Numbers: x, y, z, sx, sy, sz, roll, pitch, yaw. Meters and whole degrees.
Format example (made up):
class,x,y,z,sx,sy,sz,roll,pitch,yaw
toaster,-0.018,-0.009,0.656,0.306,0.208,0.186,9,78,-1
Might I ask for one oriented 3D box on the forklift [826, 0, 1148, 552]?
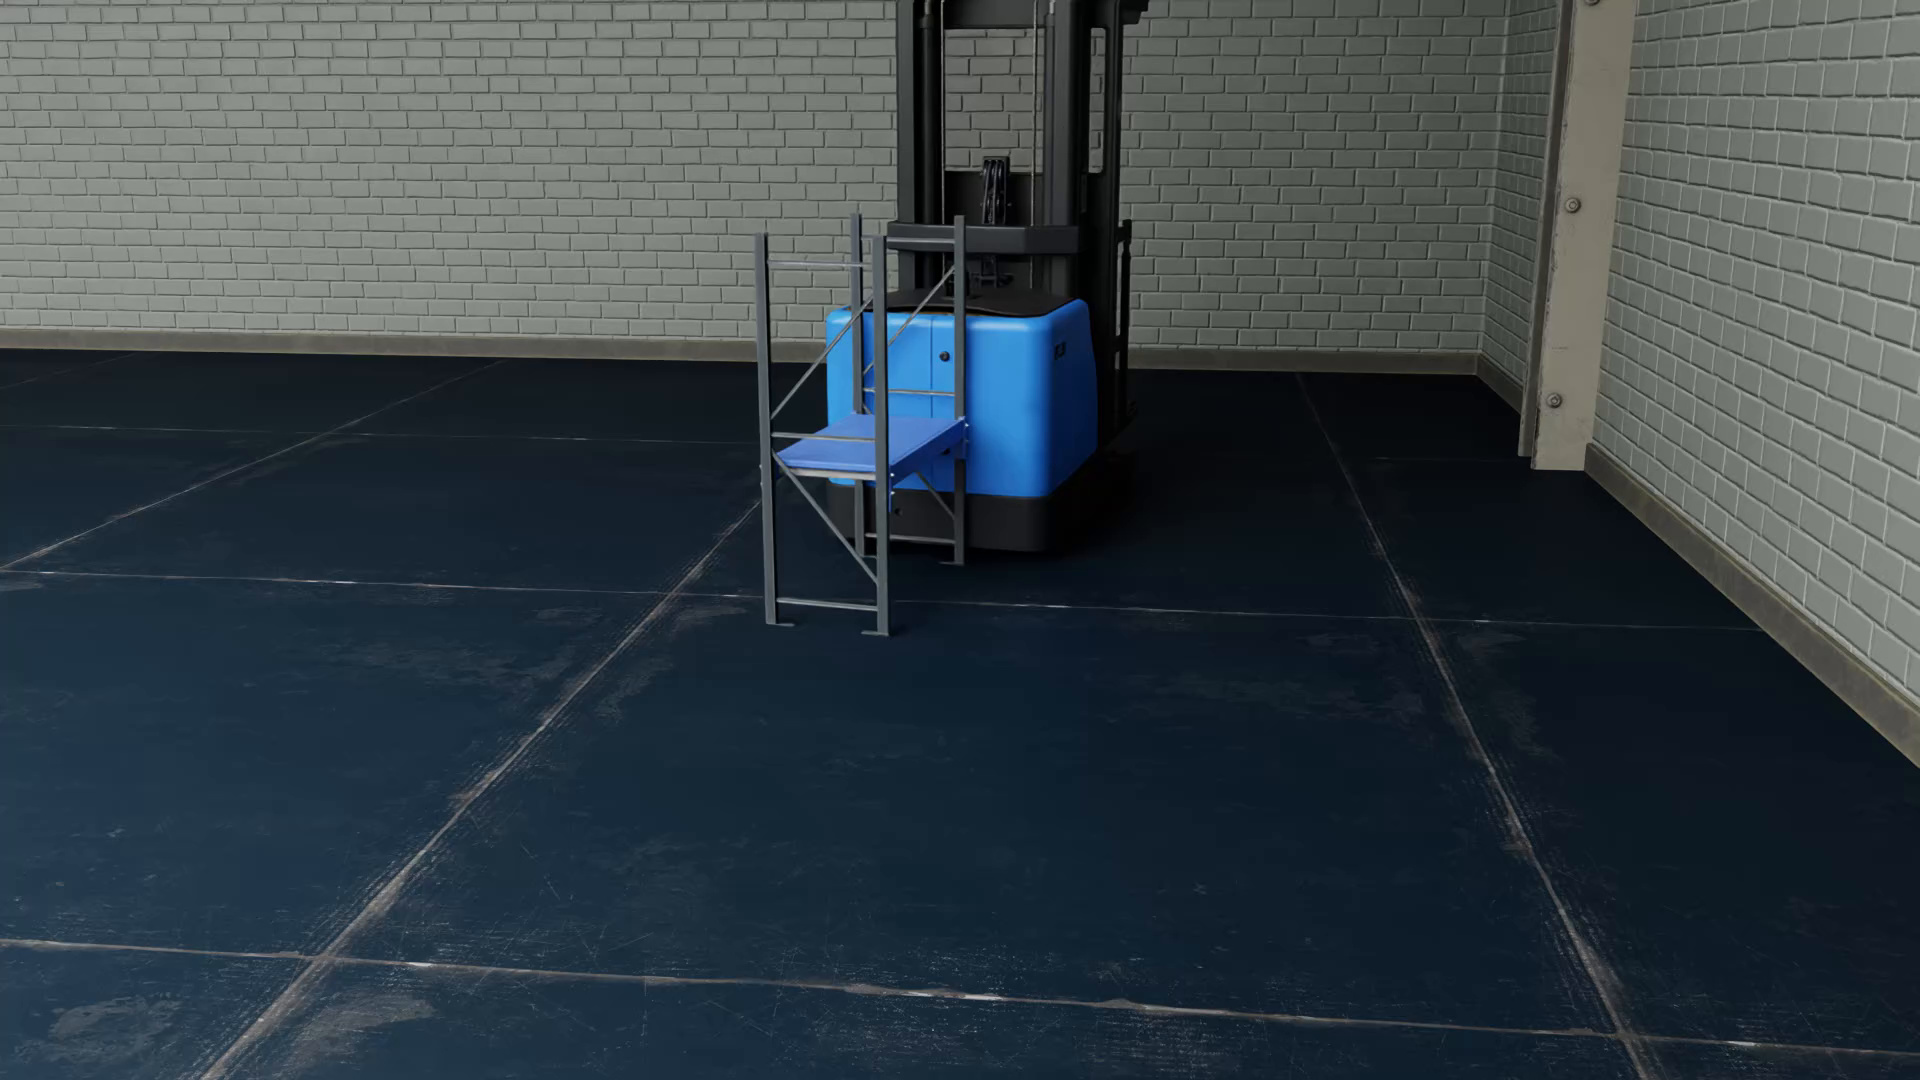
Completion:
class,x,y,z,sx,sy,sz,roll,pitch,yaw
forklift,0.305,-1.704,8.347,1.130,2.935,3.031,4,16,16

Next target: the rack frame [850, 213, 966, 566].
class,x,y,z,sx,sy,sz,roll,pitch,yaw
rack frame,-0.219,-0.633,7.128,0.500,1.500,0.032,4,16,16

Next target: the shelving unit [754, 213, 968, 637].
class,x,y,z,sx,sy,sz,roll,pitch,yaw
shelving unit,-0.363,-0.505,6.657,0.538,1.500,1.048,4,16,16

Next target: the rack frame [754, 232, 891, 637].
class,x,y,z,sx,sy,sz,roll,pitch,yaw
rack frame,-0.507,-0.378,6.187,0.500,1.500,0.032,4,16,16

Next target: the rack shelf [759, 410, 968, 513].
class,x,y,z,sx,sy,sz,roll,pitch,yaw
rack shelf,-0.363,-0.332,6.704,0.538,0.185,1.000,4,16,16

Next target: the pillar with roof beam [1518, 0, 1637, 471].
class,x,y,z,sx,sy,sz,roll,pitch,yaw
pillar with roof beam,-0.971,-4.905,8.562,9.100,9.000,0.400,2,15,6
